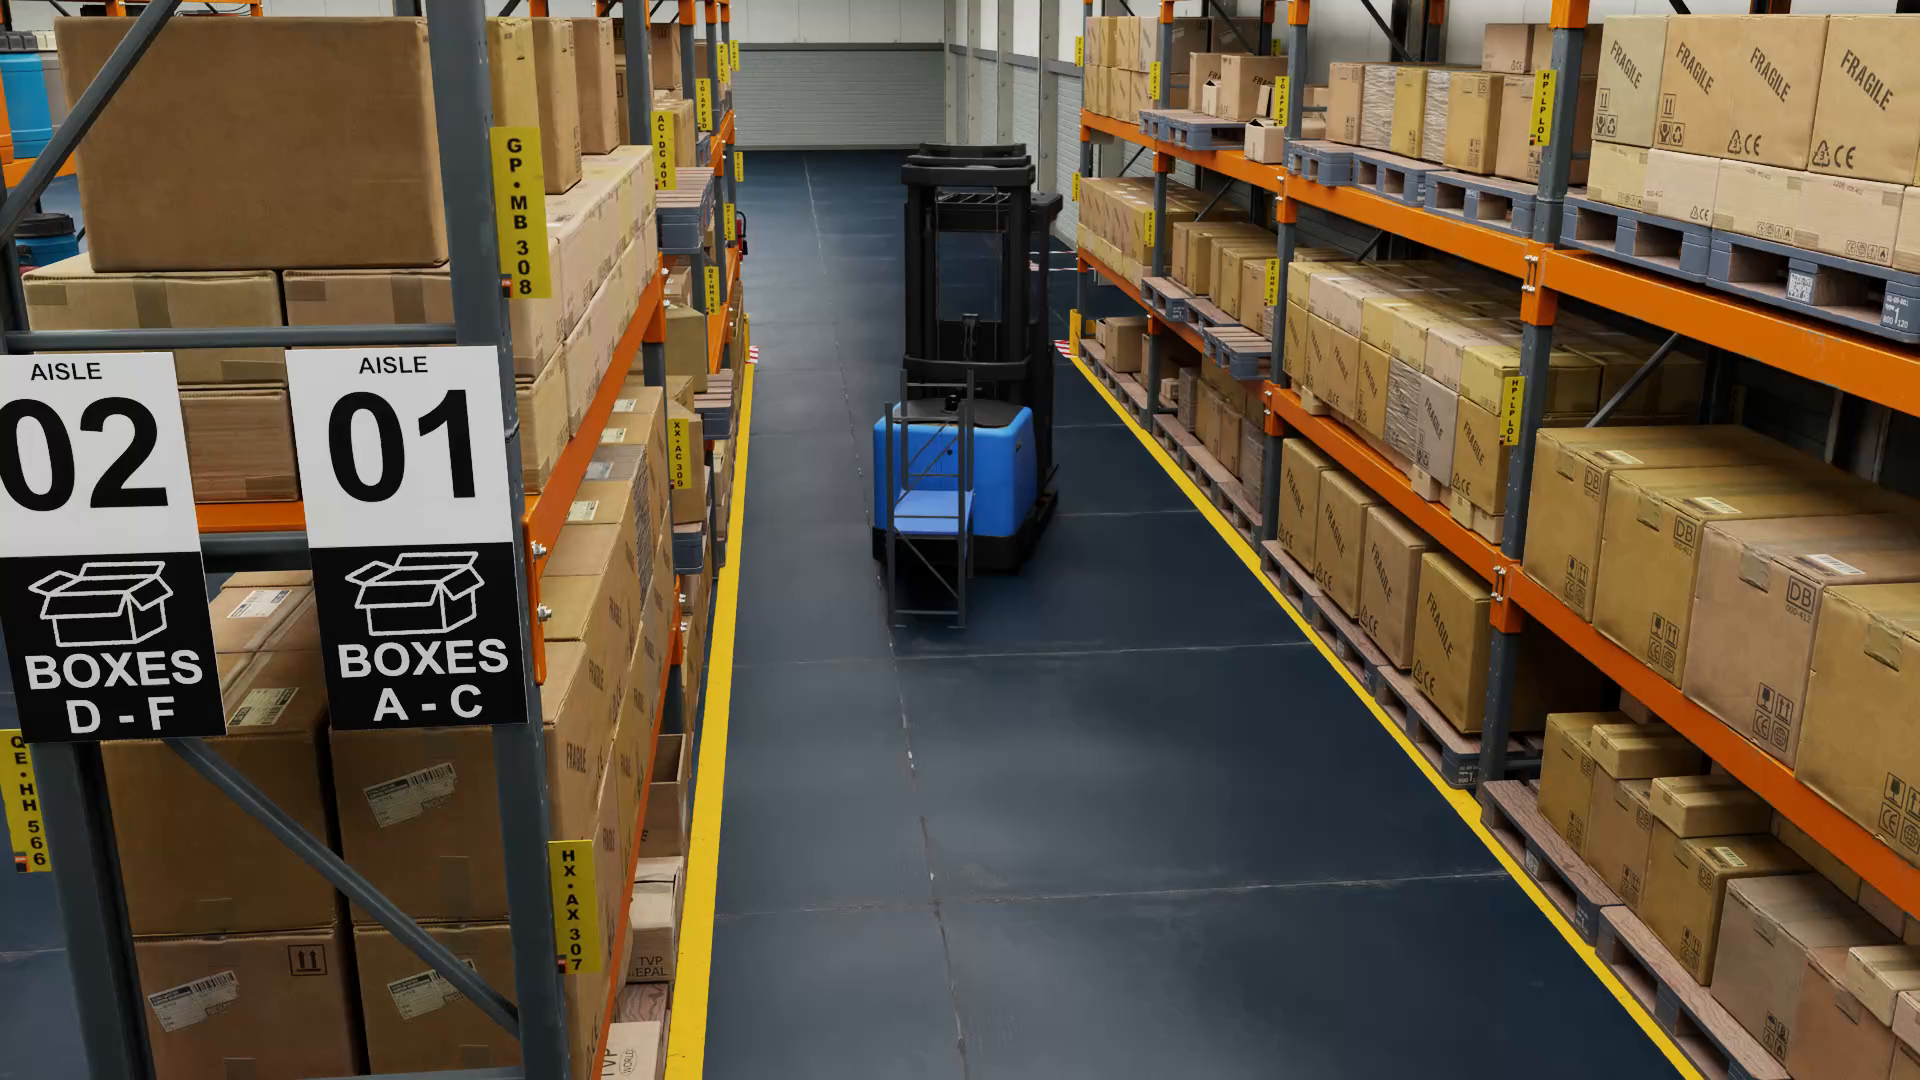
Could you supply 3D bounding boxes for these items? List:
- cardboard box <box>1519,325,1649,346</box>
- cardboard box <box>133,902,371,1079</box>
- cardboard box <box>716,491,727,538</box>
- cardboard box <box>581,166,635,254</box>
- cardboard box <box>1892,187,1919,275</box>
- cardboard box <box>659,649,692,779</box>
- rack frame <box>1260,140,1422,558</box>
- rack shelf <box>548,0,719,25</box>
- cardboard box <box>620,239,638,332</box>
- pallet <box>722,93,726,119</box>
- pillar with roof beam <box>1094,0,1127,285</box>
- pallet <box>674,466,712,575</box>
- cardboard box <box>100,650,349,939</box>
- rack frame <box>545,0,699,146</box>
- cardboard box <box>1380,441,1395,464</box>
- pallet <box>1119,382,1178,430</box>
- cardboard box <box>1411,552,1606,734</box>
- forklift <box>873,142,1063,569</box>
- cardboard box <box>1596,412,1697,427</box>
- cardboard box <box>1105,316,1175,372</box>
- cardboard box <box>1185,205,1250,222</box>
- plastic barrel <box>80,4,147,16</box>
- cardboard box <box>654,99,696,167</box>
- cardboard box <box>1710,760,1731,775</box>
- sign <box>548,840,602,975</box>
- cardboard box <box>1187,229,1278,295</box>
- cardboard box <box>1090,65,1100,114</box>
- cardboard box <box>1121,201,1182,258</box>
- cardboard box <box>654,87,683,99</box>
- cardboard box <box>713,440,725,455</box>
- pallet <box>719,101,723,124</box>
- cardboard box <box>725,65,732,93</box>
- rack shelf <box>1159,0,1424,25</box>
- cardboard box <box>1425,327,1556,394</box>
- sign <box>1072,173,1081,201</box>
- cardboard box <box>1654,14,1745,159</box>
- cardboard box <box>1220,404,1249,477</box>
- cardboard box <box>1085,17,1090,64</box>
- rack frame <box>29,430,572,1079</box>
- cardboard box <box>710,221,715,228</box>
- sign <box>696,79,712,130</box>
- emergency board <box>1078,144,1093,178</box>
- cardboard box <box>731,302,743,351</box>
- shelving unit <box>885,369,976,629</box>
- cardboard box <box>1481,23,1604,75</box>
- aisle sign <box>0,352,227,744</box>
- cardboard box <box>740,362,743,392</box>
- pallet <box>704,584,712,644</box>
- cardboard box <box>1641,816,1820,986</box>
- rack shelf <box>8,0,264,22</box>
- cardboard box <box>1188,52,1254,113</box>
[{"bbox_3d":[3.278,-0.966,8.797,0.500,0.250,0.500,-2,17,-5],"label":"cardboard box"},{"bbox_3d":[-1.705,1.065,4.110,0.500,0.500,0.500,-1,17,-4],"label":"cardboard box"},{"bbox_3d":[-1.975,-0.199,12.194,0.500,0.250,0.500,-2,18,-6],"label":"cardboard box"},{"bbox_3d":[-1.383,-1.118,5.637,0.500,0.250,0.500,-2,18,-6],"label":"cardboard box"},{"bbox_3d":[3.145,-0.889,4.876,0.500,0.250,0.500,-2,18,-8],"label":"cardboard box"},{"bbox_3d":[-1.608,0.877,8.314,0.500,0.500,0.500,-3,18,-8],"label":"cardboard box"},{"bbox_3d":[2.714,-1.300,11.810,1.000,3.000,0.127,-2,18,-6],"label":"rack frame"},{"bbox_3d":[-2.419,-4.070,12.486,1.077,0.370,4.000,-2,18,-6],"label":"rack shelf"},{"bbox_3d":[-1.384,-0.879,5.712,0.500,0.250,0.500,-2,18,-6],"label":"cardboard box"},{"bbox_3d":[-2.862,-4.342,16.641,1.003,0.211,1.213,-2,18,-6],"label":"pallet"},{"bbox_3d":[-2.079,-8.018,23.194,9.100,9.000,0.400,-2,18,-6],"label":"pillar with roof beam"},{"bbox_3d":[-1.774,-0.104,8.321,1.003,0.211,1.213,-2,18,-6],"label":"pallet"},{"bbox_3d":[-1.707,0.589,3.958,0.500,0.500,0.500,-2,18,-6],"label":"cardboard box"},{"bbox_3d":[-2.213,-4.008,10.420,1.000,3.000,0.127,-2,18,-6],"label":"rack frame"},{"bbox_3d":[2.707,-0.549,9.805,0.380,0.149,0.250,-1,17,-4],"label":"cardboard box"},{"bbox_3d":[2.197,-1.360,16.657,1.003,0.211,1.213,-2,18,-6],"label":"pallet"},{"bbox_3d":[2.930,0.527,8.877,0.750,0.750,0.750,-2,17,-5],"label":"cardboard box"},{"bbox_3d":[0.180,-1.593,12.859,1.130,2.935,3.031,4,18,11],"label":"forklift"},{"bbox_3d":[3.330,-0.452,8.413,0.500,0.500,0.500,-2,18,-8],"label":"cardboard box"},{"bbox_3d":[1.955,-2.102,17.803,0.700,0.500,0.500,-3,18,-9],"label":"cardboard box"},{"bbox_3d":[2.461,-2.934,15.980,0.500,0.500,0.500,-2,18,-7],"label":"cardboard box"},{"bbox_3d":[-7.549,-4.356,14.999,0.600,0.901,0.708,-2,18,-6],"label":"plastic barrel"},{"bbox_3d":[-2.134,-2.496,10.444,0.910,0.500,0.500,-2,18,-6],"label":"cardboard box"},{"bbox_3d":[3.368,0.987,6.916,0.380,0.149,0.250,-2,18,-7],"label":"cardboard box"},{"bbox_3d":[-0.848,0.808,3.651,0.100,0.325,0.005,-2,18,-6],"label":"sign"},{"bbox_3d":[2.371,-2.430,14.508,0.700,0.500,0.500,0,17,0],"label":"cardboard box"},{"bbox_3d":[1.695,-4.903,18.080,0.500,0.500,0.500,-1,17,-2],"label":"cardboard box"},{"bbox_3d":[1.888,-3.067,16.404,0.500,0.500,0.500,-2,18,-6],"label":"cardboard box"},{"bbox_3d":[-2.512,-3.550,13.519,0.500,0.250,0.500,-3,18,-11],"label":"cardboard box"},{"bbox_3d":[-2.037,-0.623,12.607,0.500,0.311,0.500,-2,18,-7],"label":"cardboard box"},{"bbox_3d":[-2.739,-3.980,15.486,1.003,0.211,1.213,-2,18,-6],"label":"pallet"},{"bbox_3d":[-2.600,-4.684,16.797,0.500,0.311,0.500,0,17,1],"label":"cardboard box"},{"bbox_3d":[2.508,-4.224,12.977,1.077,0.370,4.000,-2,18,-6],"label":"rack shelf"},{"bbox_3d":[2.781,-0.949,8.743,0.500,0.250,0.500,-1,17,-4],"label":"cardboard box"},{"bbox_3d":[1.349,-4.080,19.219,0.100,0.325,0.005,-2,18,-6],"label":"sign"},{"bbox_3d":[2.980,-1.700,6.206,0.500,0.500,0.500,-2,18,-7],"label":"cardboard box"},{"bbox_3d":[2.571,-0.834,13.766,0.700,0.500,0.500,-2,18,-6],"label":"cardboard box"},{"bbox_3d":[1.687,-5.527,18.395,0.500,0.500,0.500,-3,18,-10],"label":"cardboard box"},{"bbox_3d":[-1.388,1.238,3.727,1.000,3.000,0.127,-2,18,-6],"label":"rack frame"},{"bbox_3d":[-2.515,-2.932,15.760,0.380,0.149,0.250,-2,18,-7],"label":"cardboard box"},{"bbox_3d":[-1.673,-2.840,10.844,0.100,0.325,0.005,-2,18,-6],"label":"sign"},{"bbox_3d":[1.986,-6.027,26.866,0.194,1.169,0.643,-2,18,-6],"label":"emergency board"},{"bbox_3d":[-2.519,-2.178,17.246,0.500,0.500,0.500,-2,18,-6],"label":"cardboard box"},{"bbox_3d":[-0.187,-0.296,11.115,0.538,1.500,1.048,1,17,3],"label":"shelving unit"},{"bbox_3d":[3.094,-2.585,8.742,0.500,0.250,0.500,-2,18,-7],"label":"cardboard box"},{"bbox_3d":[-1.685,0.027,3.243,0.394,0.787,0.004,-2,18,-6],"label":"aisle sign"},{"bbox_3d":[-2.465,-1.672,16.884,0.500,0.250,0.500,-2,18,-6],"label":"cardboard box"},{"bbox_3d":[-2.173,0.408,11.024,1.003,0.211,1.213,-2,18,-6],"label":"pallet"},{"bbox_3d":[3.201,1.413,6.641,0.700,0.500,0.500,-1,17,-4],"label":"cardboard box"},{"bbox_3d":[-7.759,-5.110,15.798,1.077,0.370,4.000,-2,18,-6],"label":"rack shelf"},{"bbox_3d":[2.278,-4.006,14.552,0.500,0.500,0.500,1,17,2],"label":"cardboard box"}]
